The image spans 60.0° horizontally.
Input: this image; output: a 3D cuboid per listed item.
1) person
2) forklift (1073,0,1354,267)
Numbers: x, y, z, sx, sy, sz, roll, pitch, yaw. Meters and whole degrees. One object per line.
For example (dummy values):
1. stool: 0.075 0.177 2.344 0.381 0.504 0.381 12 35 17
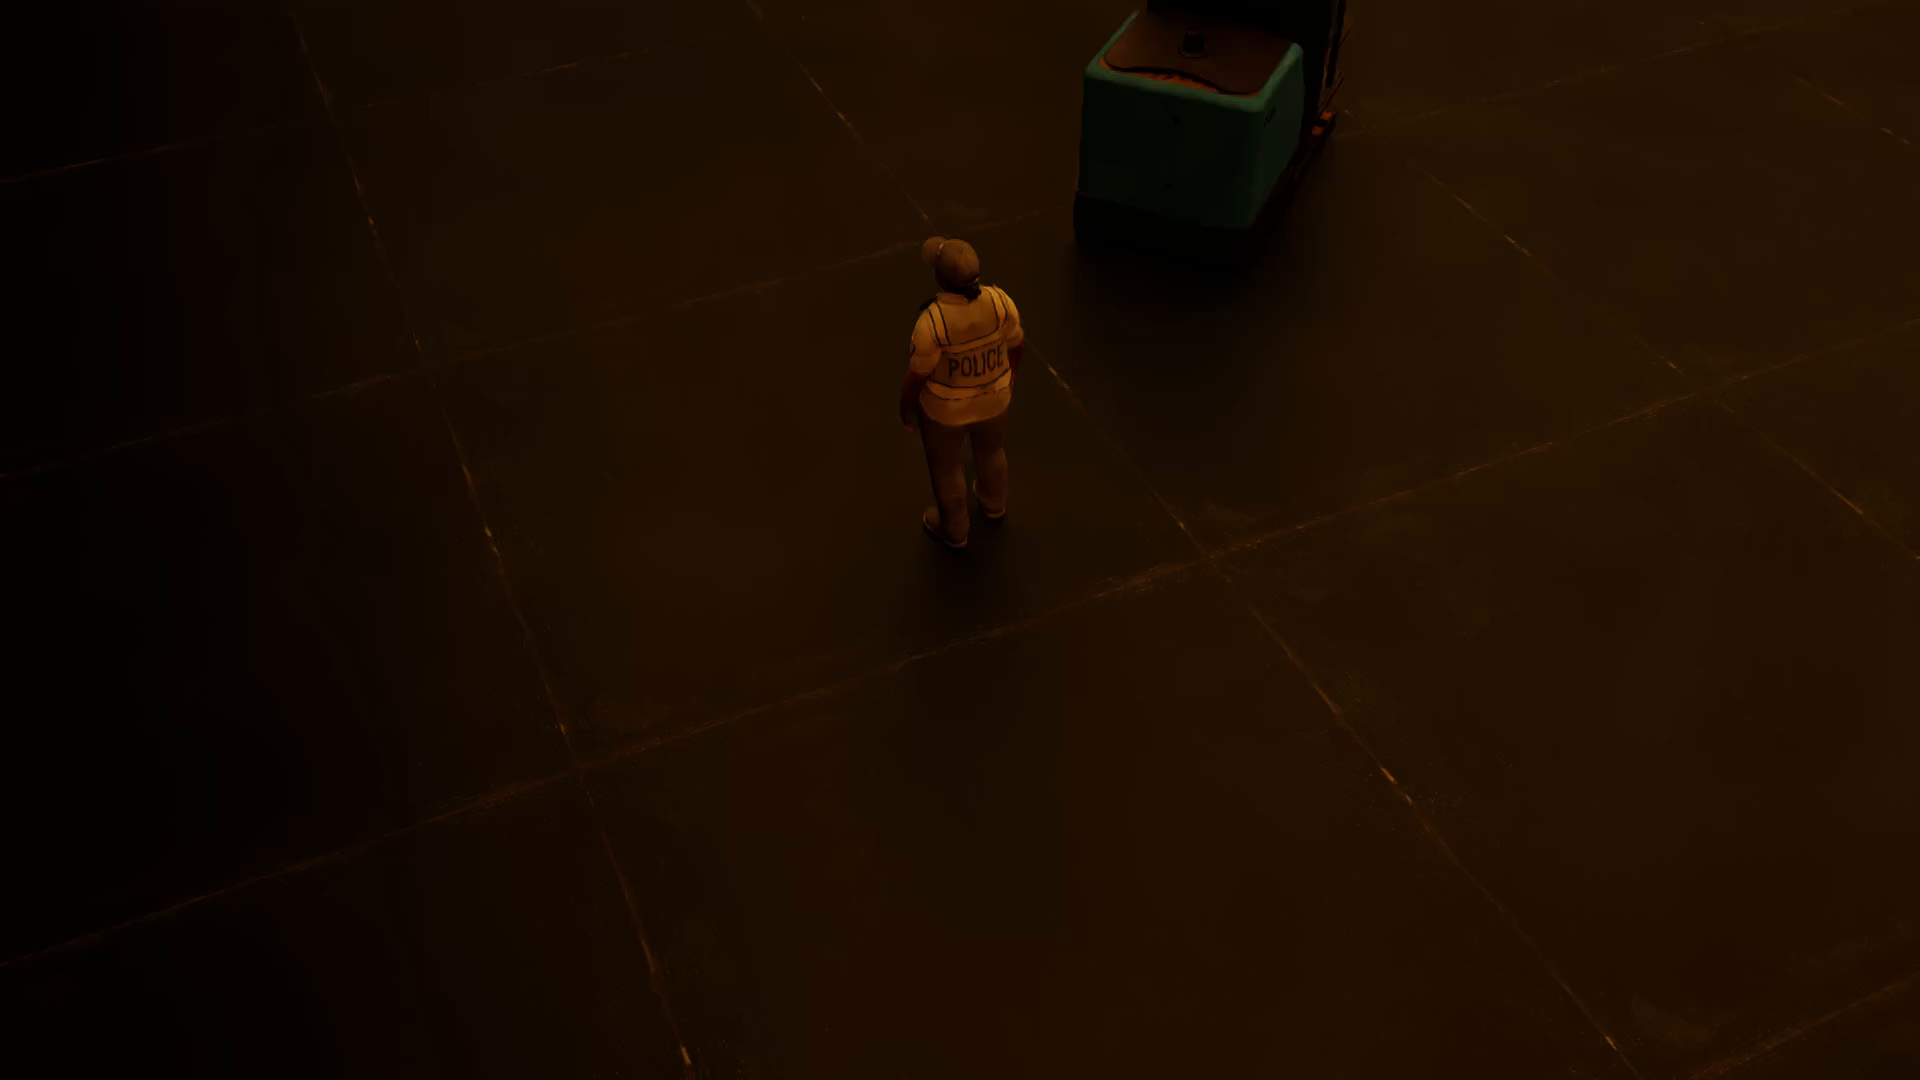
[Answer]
1. person: -0.012 -0.668 7.313 0.598 1.669 0.529 -18 46 -18
2. forklift: 1.736 -3.618 9.557 1.130 2.935 3.031 17 46 18
